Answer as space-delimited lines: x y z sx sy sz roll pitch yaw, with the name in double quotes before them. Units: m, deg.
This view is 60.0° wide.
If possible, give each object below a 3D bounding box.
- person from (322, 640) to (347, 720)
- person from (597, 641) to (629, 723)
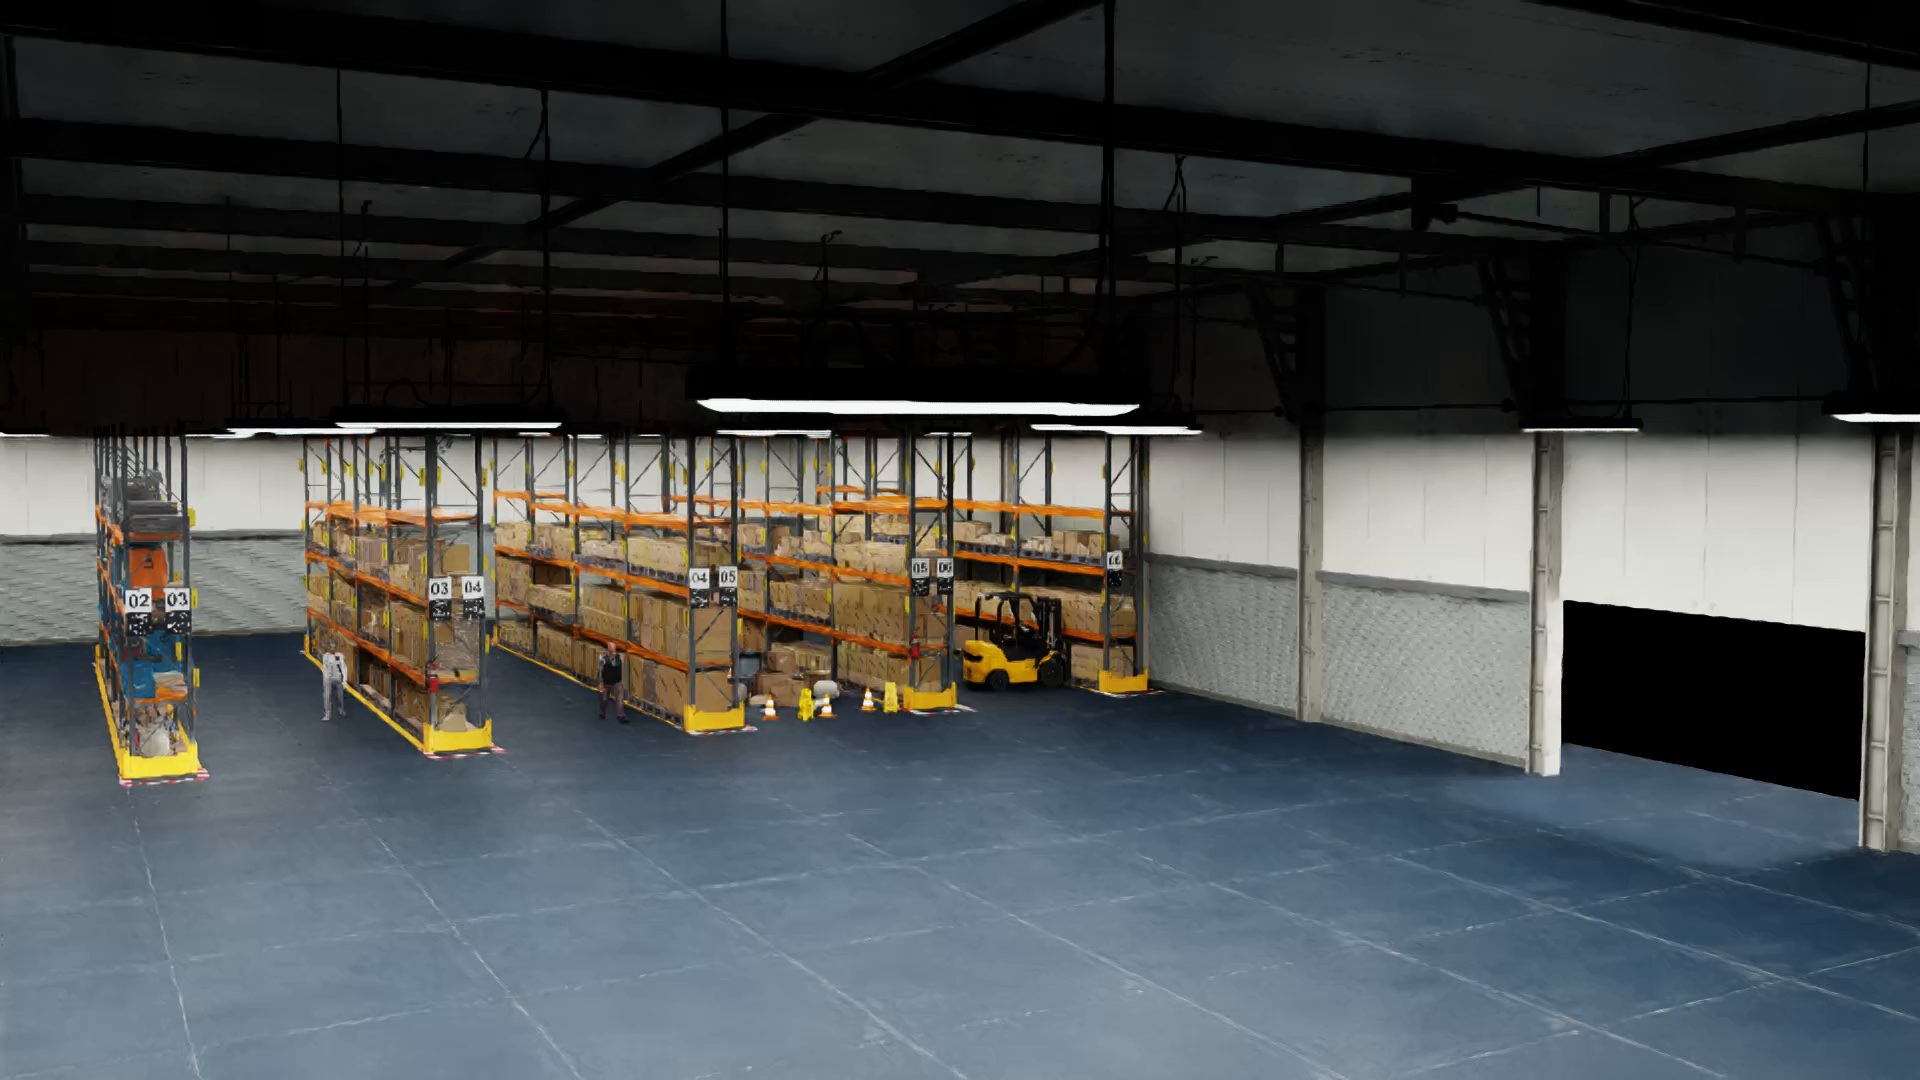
"person" -12.802 2.834 34.055 0.507 1.636 0.908 -1 4 -12
"person" -7.053 2.855 33.591 0.543 1.647 1.115 -2 4 -27
